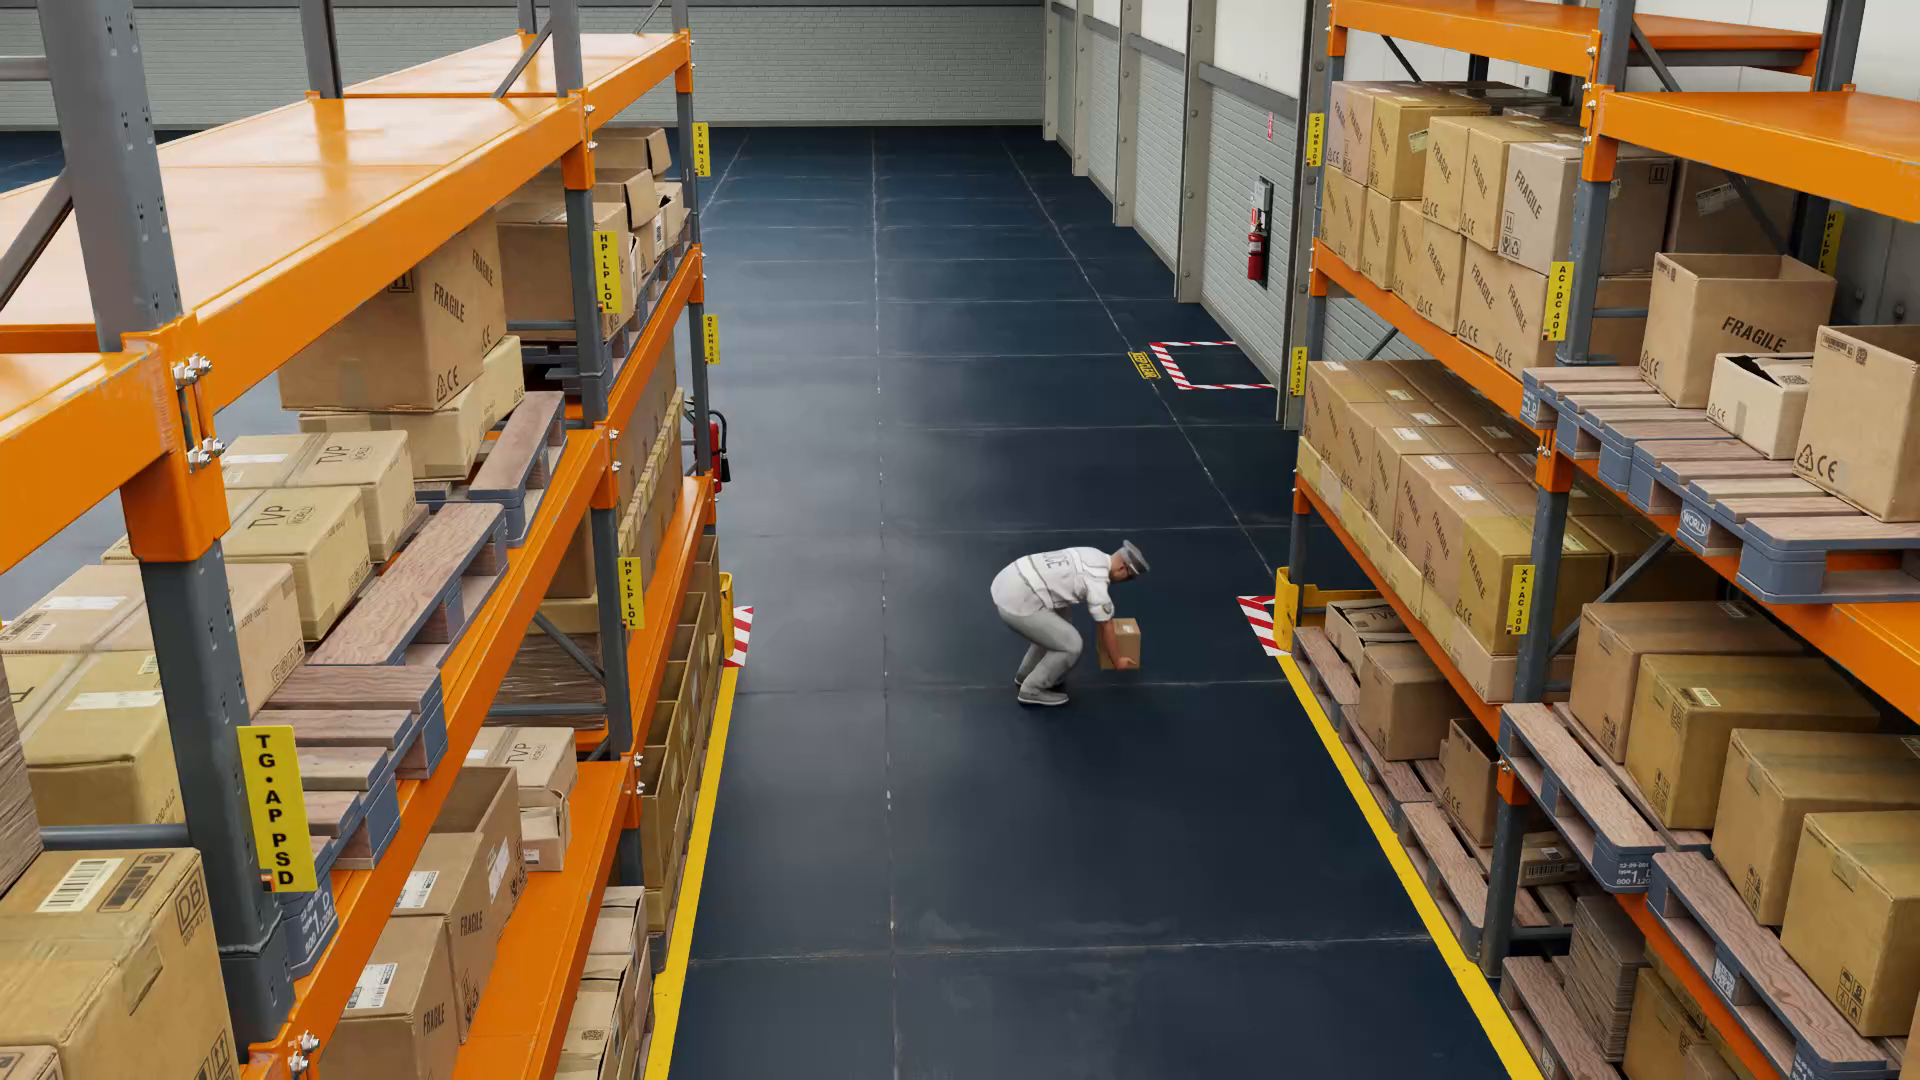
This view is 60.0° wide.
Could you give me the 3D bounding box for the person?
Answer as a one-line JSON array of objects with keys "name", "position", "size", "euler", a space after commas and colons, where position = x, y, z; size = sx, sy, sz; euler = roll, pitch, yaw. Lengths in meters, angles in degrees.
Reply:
[{"name": "person", "position": [0.712, 0.515, 10.722], "size": [1.022, 1.028, 0.544], "euler": [-2, 20, -5]}]
